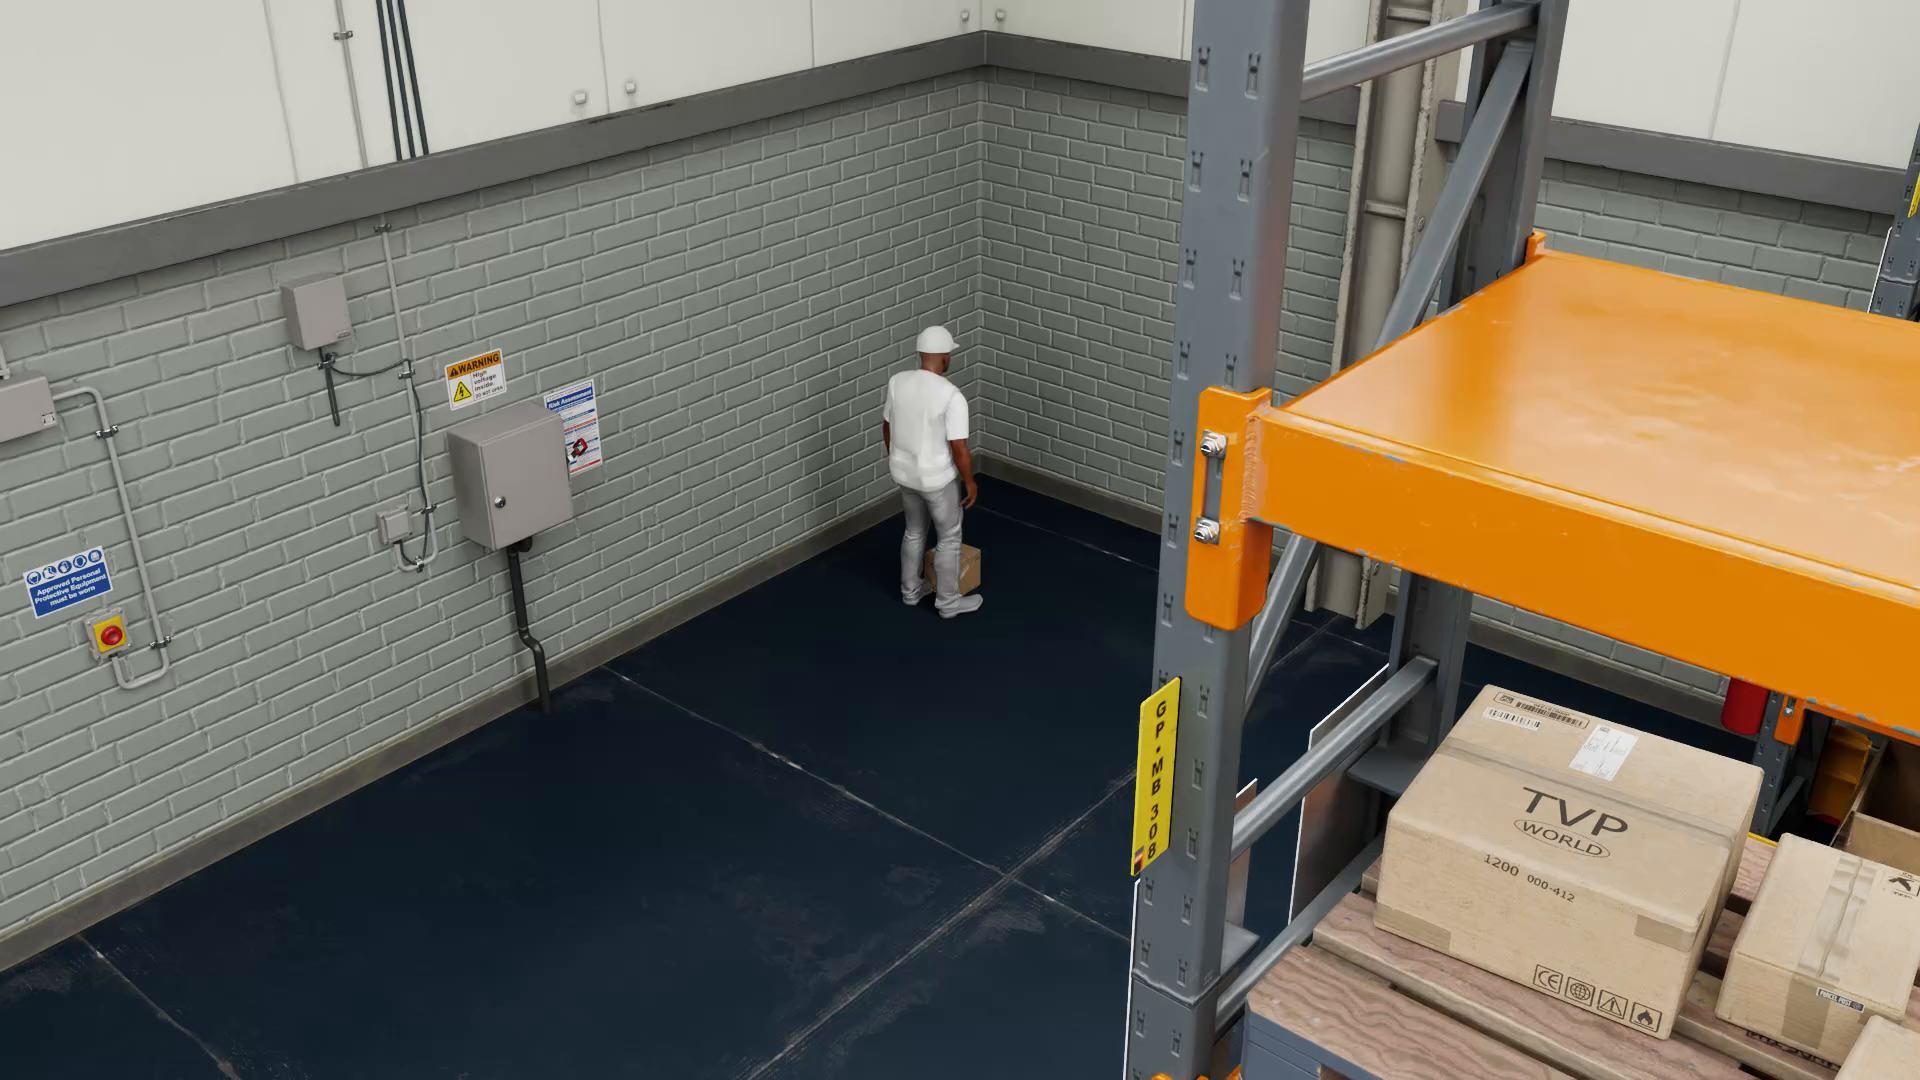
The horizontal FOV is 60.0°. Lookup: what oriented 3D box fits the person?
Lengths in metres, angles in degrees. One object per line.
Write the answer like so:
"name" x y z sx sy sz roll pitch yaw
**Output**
"person" -0.165 -0.403 9.803 0.632 1.760 0.463 20 33 34
